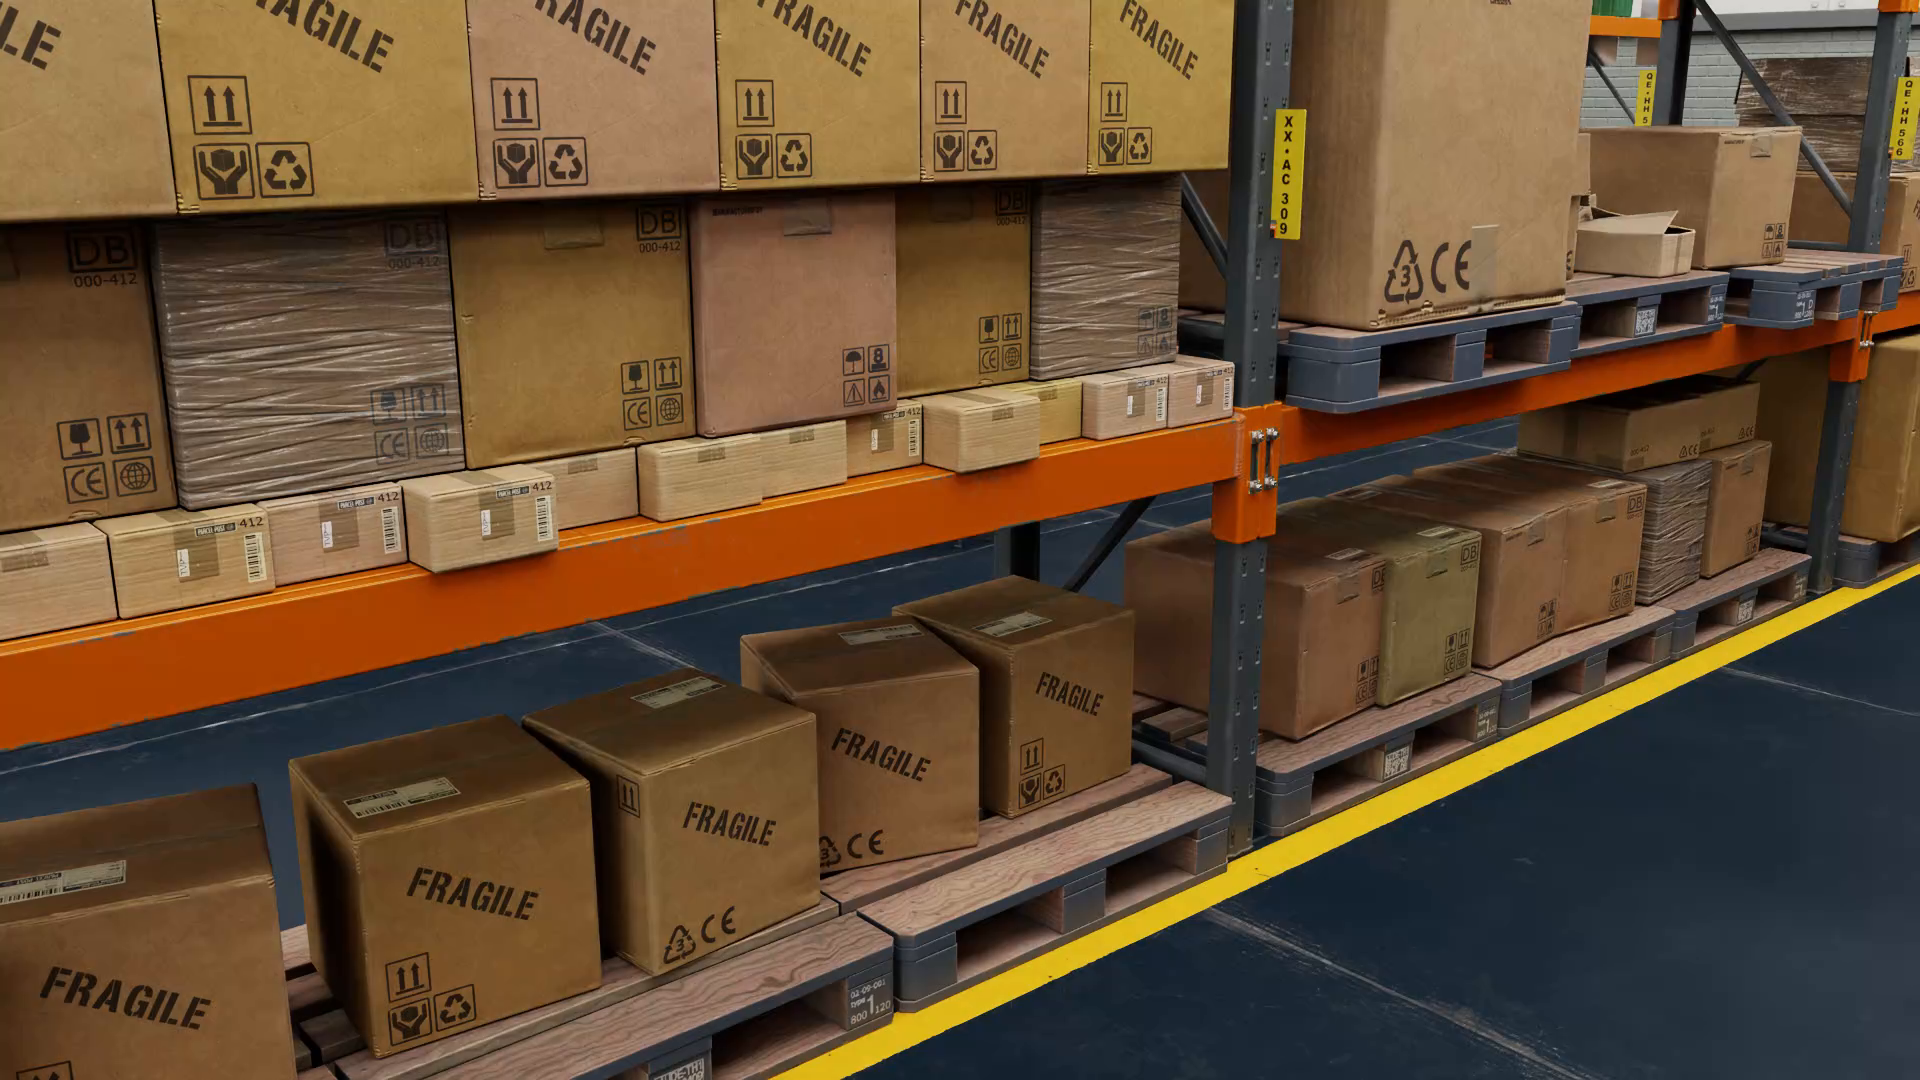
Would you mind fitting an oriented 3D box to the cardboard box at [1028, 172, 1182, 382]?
[{"bbox_3d":[0.100,-0.756,4.498,0.500,0.500,0.875,-13,19,-39],"label":"cardboard box"}]

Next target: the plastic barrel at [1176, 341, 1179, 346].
[{"bbox_3d":[1.457,-1.585,12.232,0.708,0.588,0.600,-13,19,-39],"label":"plastic barrel"}]

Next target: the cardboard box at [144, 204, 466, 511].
[{"bbox_3d":[-1.400,-0.415,3.221,0.500,0.500,0.875,-13,19,-39],"label":"cardboard box"}]

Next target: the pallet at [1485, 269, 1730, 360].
[{"bbox_3d":[2.032,-0.870,6.066,1.213,0.211,1.003,-13,19,-39],"label":"pallet"}]

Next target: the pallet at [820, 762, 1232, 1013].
[{"bbox_3d":[-0.003,0.840,4.698,1.213,0.211,1.003,-13,19,-39],"label":"pallet"}]

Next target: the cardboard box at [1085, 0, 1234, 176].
[{"bbox_3d":[0.322,-1.174,4.123,0.500,0.500,0.500,-13,19,-39],"label":"cardboard box"}]

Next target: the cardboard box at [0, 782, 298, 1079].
[{"bbox_3d":[-1.626,0.844,3.309,0.500,0.500,0.500,-7,17,-25],"label":"cardboard box"}]

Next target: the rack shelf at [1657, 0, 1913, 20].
[{"bbox_3d":[1.989,-2.069,5.764,4.000,0.370,1.077,-13,19,-39],"label":"rack shelf"}]

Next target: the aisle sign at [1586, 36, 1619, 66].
[{"bbox_3d":[6.141,-4.951,15.937,0.004,0.787,0.394,-13,19,-39],"label":"aisle sign"}]

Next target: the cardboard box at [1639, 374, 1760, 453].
[{"bbox_3d":[3.012,-0.554,7.049,0.500,0.250,0.500,-12,19,-37],"label":"cardboard box"}]

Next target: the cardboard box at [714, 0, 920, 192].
[{"bbox_3d":[-0.432,-1.004,3.489,0.500,0.500,0.500,-13,19,-39],"label":"cardboard box"}]

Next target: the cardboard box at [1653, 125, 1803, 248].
[{"bbox_3d":[3.117,-1.458,6.888,0.500,0.500,0.500,13,20,40],"label":"cardboard box"}]

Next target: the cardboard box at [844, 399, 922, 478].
[{"bbox_3d":[-0.302,-0.261,3.903,0.250,0.149,0.380,-13,19,-39],"label":"cardboard box"}]

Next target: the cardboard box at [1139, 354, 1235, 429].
[{"bbox_3d":[0.511,-0.413,4.471,0.250,0.149,0.380,-13,19,-39],"label":"cardboard box"}]

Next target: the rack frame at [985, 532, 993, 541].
[{"bbox_3d":[0.083,-0.453,8.203,0.006,0.900,0.240,-13,19,-39],"label":"rack frame"}]

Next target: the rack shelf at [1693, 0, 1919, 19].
[{"bbox_3d":[5.007,-2.746,8.301,4.000,0.370,1.077,-13,19,-39],"label":"rack shelf"}]

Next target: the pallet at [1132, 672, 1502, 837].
[{"bbox_3d":[1.067,0.587,5.644,1.213,0.211,1.003,-13,19,-39],"label":"pallet"}]

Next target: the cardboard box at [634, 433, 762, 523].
[{"bbox_3d":[-0.630,-0.162,3.531,0.250,0.149,0.380,-13,19,-39],"label":"cardboard box"}]

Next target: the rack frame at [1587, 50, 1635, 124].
[{"bbox_3d":[6.282,-3.625,16.010,0.127,3.000,1.000,-13,19,-39],"label":"rack frame"}]

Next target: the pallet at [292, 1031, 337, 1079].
[{"bbox_3d":[-1.844,1.253,3.150,1.213,0.211,1.003,-13,19,-39],"label":"pallet"}]

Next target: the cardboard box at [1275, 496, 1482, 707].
[{"bbox_3d":[1.330,0.190,5.718,0.500,0.500,0.700,-13,20,-40],"label":"cardboard box"}]

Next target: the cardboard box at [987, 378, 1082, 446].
[{"bbox_3d":[0.088,-0.342,4.205,0.250,0.149,0.380,-13,19,-39],"label":"cardboard box"}]

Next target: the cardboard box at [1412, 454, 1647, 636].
[{"bbox_3d":[2.173,0.000,6.427,0.500,0.500,0.700,-11,18,-35],"label":"cardboard box"}]

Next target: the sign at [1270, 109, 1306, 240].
[{"bbox_3d":[0.843,-0.942,4.287,0.005,0.325,0.100,-13,19,-39],"label":"sign"}]

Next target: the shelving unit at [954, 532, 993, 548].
[{"bbox_3d":[0.006,-0.436,8.139,0.210,0.900,0.258,-13,19,-39],"label":"shelving unit"}]

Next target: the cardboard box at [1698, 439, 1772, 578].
[{"bbox_3d":[3.006,-0.193,7.153,0.500,0.500,0.700,-14,20,-42],"label":"cardboard box"}]

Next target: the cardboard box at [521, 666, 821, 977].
[{"bbox_3d":[-0.691,0.655,4.014,0.500,0.500,0.500,14,20,42],"label":"cardboard box"}]

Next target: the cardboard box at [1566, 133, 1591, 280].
[{"bbox_3d":[1.728,-1.193,5.889,0.637,0.503,0.797,-10,18,-34],"label":"cardboard box"}]

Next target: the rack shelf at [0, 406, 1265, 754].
[{"bbox_3d":[-1.028,0.058,3.614,4.000,0.370,1.077,-13,19,-39],"label":"rack shelf"}]

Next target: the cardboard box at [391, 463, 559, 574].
[{"bbox_3d":[-0.970,-0.066,3.173,0.250,0.149,0.380,-13,19,-39],"label":"cardboard box"}]

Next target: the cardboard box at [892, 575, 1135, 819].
[{"bbox_3d":[0.153,0.436,4.834,0.500,0.500,0.500,-13,20,-41],"label":"cardboard box"}]

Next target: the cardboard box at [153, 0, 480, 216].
[{"bbox_3d":[-1.185,-0.834,2.853,0.500,0.500,0.500,-13,19,-39],"label":"cardboard box"}]

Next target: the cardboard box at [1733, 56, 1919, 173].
[{"bbox_3d":[4.060,-1.960,7.636,0.637,0.503,0.797,-12,19,-38],"label":"cardboard box"}]

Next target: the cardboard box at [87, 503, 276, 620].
[{"bbox_3d":[-1.398,0.003,2.912,0.250,0.149,0.380,-13,19,-39],"label":"cardboard box"}]

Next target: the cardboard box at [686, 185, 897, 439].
[{"bbox_3d":[-0.611,-0.574,3.816,0.500,0.500,0.875,-13,19,-39],"label":"cardboard box"}]

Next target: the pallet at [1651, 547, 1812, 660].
[{"bbox_3d":[2.908,0.173,7.192,1.213,0.211,1.003,-13,19,-39],"label":"pallet"}]

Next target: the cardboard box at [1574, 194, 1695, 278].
[{"bbox_3d":[2.417,-1.109,6.035,0.258,0.266,0.396,-13,20,-41],"label":"cardboard box"}]

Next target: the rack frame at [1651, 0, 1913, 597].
[{"bbox_3d":[3.498,-1.306,7.326,0.127,3.000,1.000,-13,19,-39],"label":"rack frame"}]
